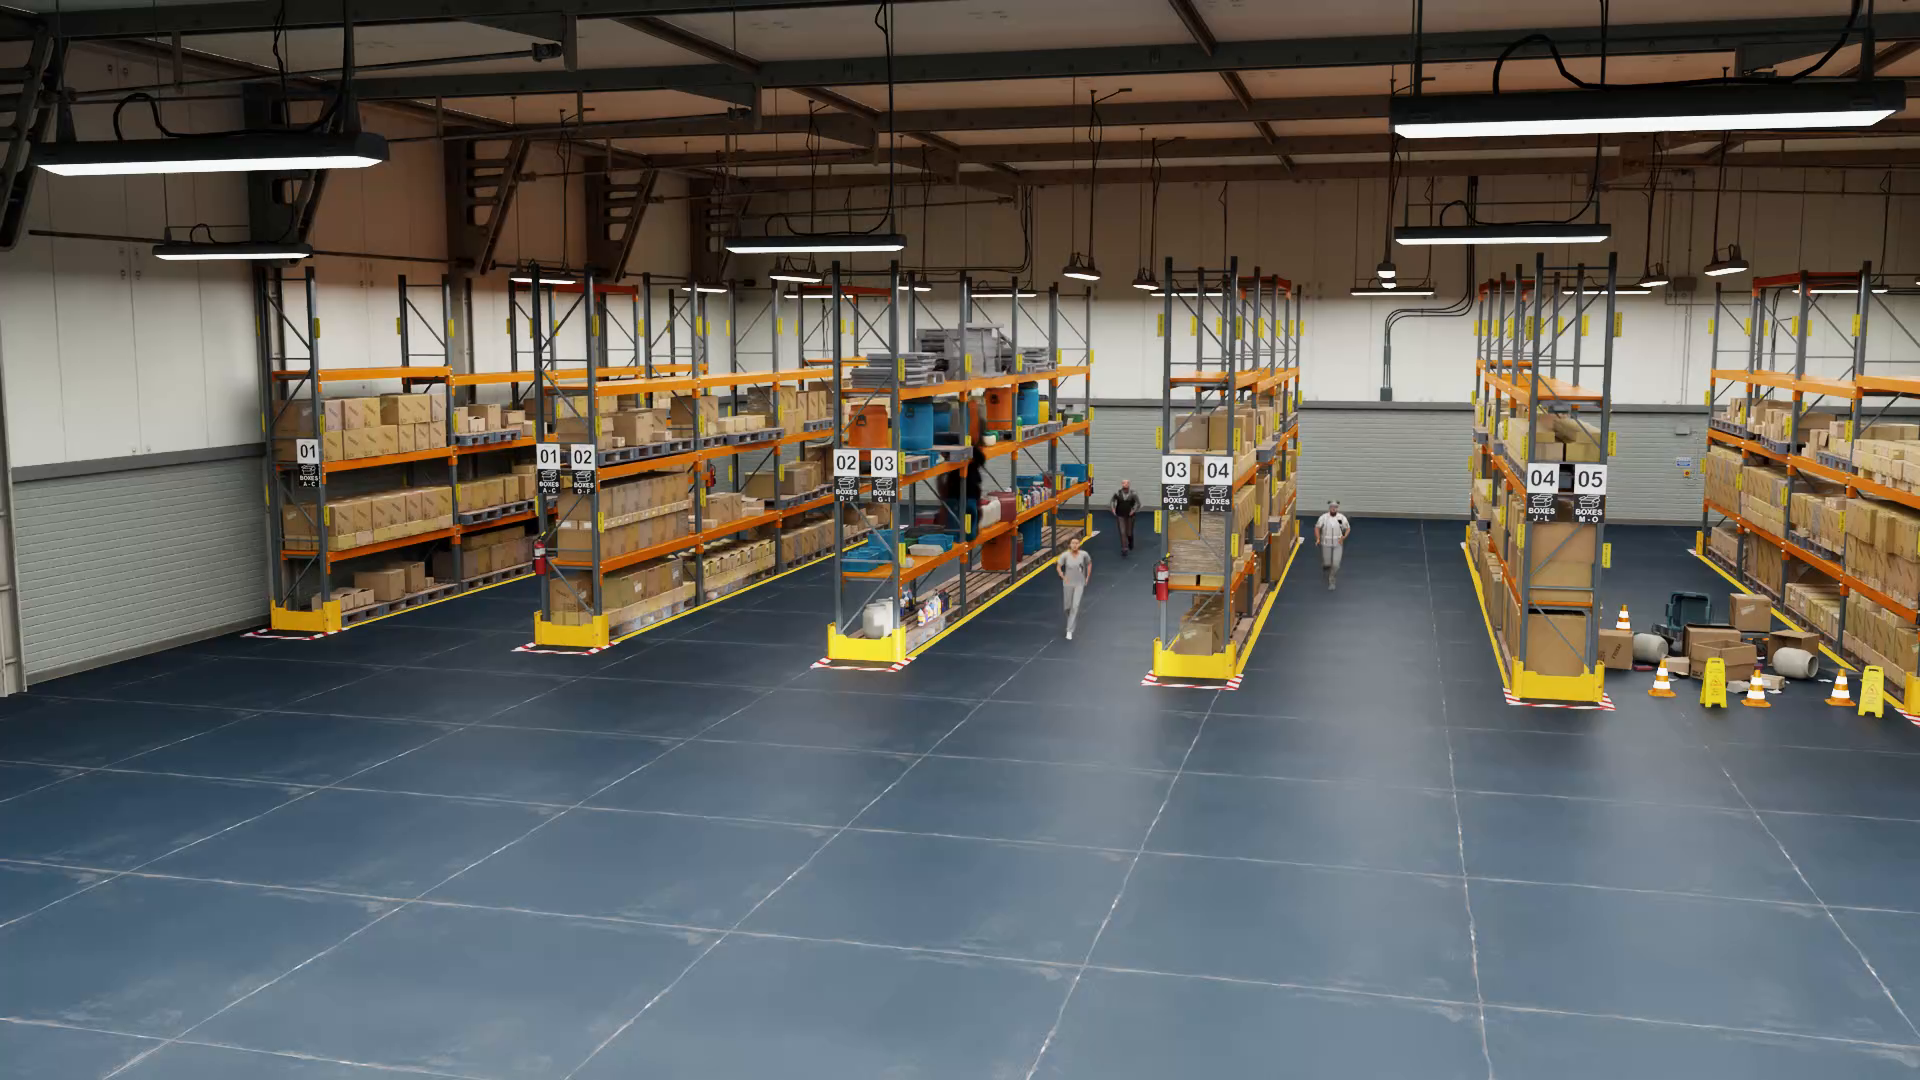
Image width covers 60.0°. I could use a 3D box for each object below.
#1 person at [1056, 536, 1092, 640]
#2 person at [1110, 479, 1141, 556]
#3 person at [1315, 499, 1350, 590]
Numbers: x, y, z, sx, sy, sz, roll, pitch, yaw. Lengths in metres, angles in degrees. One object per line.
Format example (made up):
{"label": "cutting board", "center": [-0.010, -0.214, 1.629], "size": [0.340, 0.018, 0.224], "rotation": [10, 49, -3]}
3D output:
{"label": "person", "center": [1.869, 0.745, 27.252], "size": [0.589, 1.658, 0.887], "rotation": [0, 7, 3]}
{"label": "person", "center": [3.659, -0.513, 36.929], "size": [0.691, 1.692, 0.783], "rotation": [1, 7, 7]}
{"label": "person", "center": [7.201, 0.082, 32.167], "size": [0.676, 1.753, 0.595], "rotation": [1, 7, 11]}
